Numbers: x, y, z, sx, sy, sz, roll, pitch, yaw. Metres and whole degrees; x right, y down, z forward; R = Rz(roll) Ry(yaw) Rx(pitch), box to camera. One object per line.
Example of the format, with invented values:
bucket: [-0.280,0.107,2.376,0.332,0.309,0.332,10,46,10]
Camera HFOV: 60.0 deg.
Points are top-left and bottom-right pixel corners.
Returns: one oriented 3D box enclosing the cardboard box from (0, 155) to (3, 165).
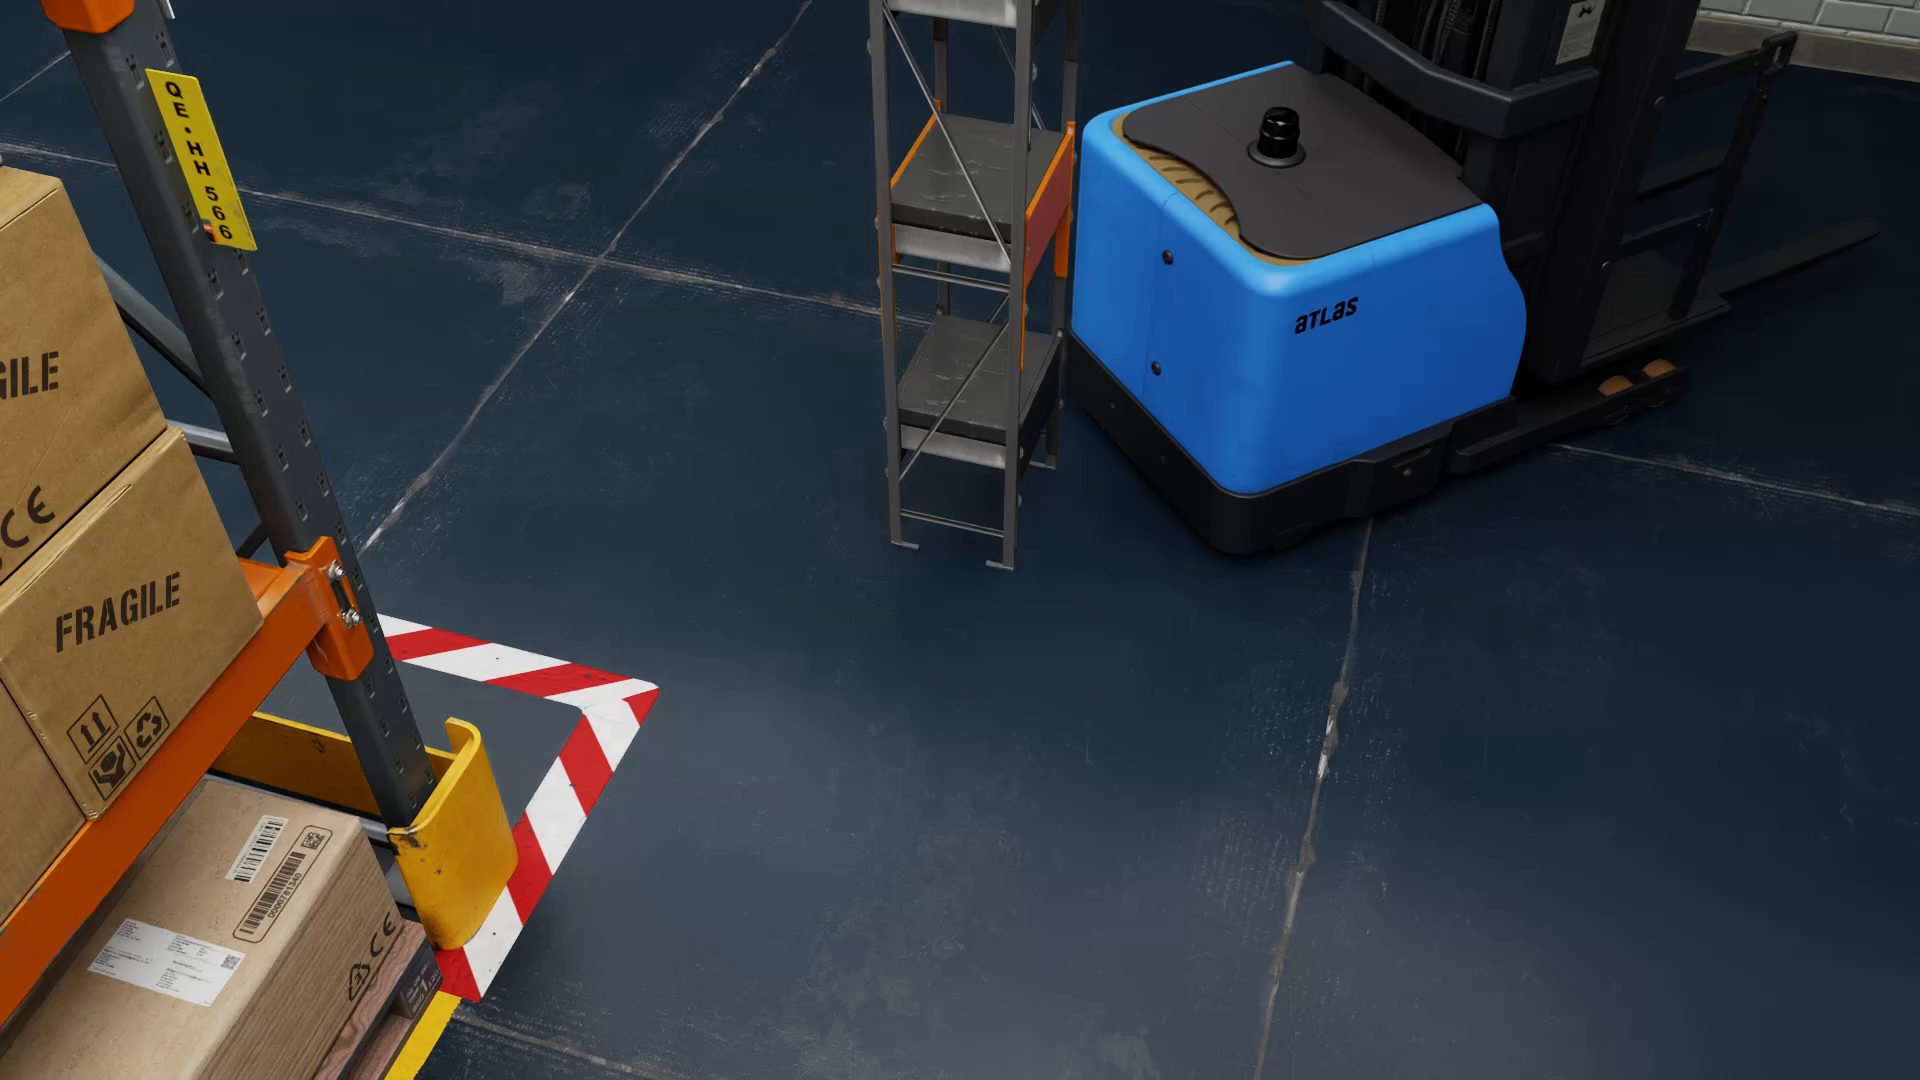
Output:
cardboard box: [-1.682,-0.591,2.459,0.380,0.149,0.250,13,46,13]

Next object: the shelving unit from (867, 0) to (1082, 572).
shelving unit: [0.050,-0.861,4.628,0.431,2.100,0.503,13,46,13]

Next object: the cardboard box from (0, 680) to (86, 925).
cardboard box: [-1.824,0.426,2.599,0.500,0.500,0.500,12,46,12]

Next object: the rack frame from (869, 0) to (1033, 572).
rack frame: [-0.024,-0.698,4.462,0.400,2.100,0.015,13,46,13]

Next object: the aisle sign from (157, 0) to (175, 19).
aisle sign: [-1.447,-1.159,2.431,0.394,0.787,0.004,13,46,13]

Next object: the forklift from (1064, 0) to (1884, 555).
forklift: [1.901,-1.746,4.938,3.031,2.935,1.130,-20,48,-20]

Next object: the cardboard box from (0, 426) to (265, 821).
cardboard box: [-1.658,0.095,2.937,0.500,0.500,0.500,13,46,13]

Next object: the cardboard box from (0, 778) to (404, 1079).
cardboard box: [-1.869,0.980,3.636,0.875,0.438,0.875,11,45,11]

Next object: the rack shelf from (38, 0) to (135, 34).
rack shelf: [-2.370,0.271,1.198,1.077,0.370,4.000,13,46,13]

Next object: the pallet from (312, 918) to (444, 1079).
pallet: [-1.932,1.299,3.772,1.003,0.211,1.213,13,46,13]

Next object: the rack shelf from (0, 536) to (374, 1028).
rack shelf: [-2.370,1.343,2.247,1.077,0.370,4.000,13,46,13]

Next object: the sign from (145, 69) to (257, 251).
sign: [-1.251,-0.622,2.743,0.100,0.325,0.005,13,46,13]

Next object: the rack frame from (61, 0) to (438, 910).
rack frame: [-1.764,-0.247,3.358,1.000,3.000,0.127,13,46,13]

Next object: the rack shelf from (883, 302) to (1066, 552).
rack shelf: [0.050,-0.351,5.127,0.431,0.518,0.480,13,46,13]

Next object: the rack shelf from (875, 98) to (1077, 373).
rack shelf: [0.050,-0.851,4.638,0.431,0.518,0.480,13,46,13]

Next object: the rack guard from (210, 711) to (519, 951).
rack guard: [-1.757,0.630,4.249,1.175,0.500,0.348,13,46,13]

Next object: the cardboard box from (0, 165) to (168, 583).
cardboard box: [-1.683,-0.269,2.593,0.500,0.500,0.500,14,46,14]

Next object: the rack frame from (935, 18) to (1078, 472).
rack frame: [0.124,-1.023,4.795,0.400,2.100,0.015,13,46,13]

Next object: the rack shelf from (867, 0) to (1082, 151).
rack shelf: [0.050,-1.351,4.148,0.431,0.518,0.480,13,46,13]
